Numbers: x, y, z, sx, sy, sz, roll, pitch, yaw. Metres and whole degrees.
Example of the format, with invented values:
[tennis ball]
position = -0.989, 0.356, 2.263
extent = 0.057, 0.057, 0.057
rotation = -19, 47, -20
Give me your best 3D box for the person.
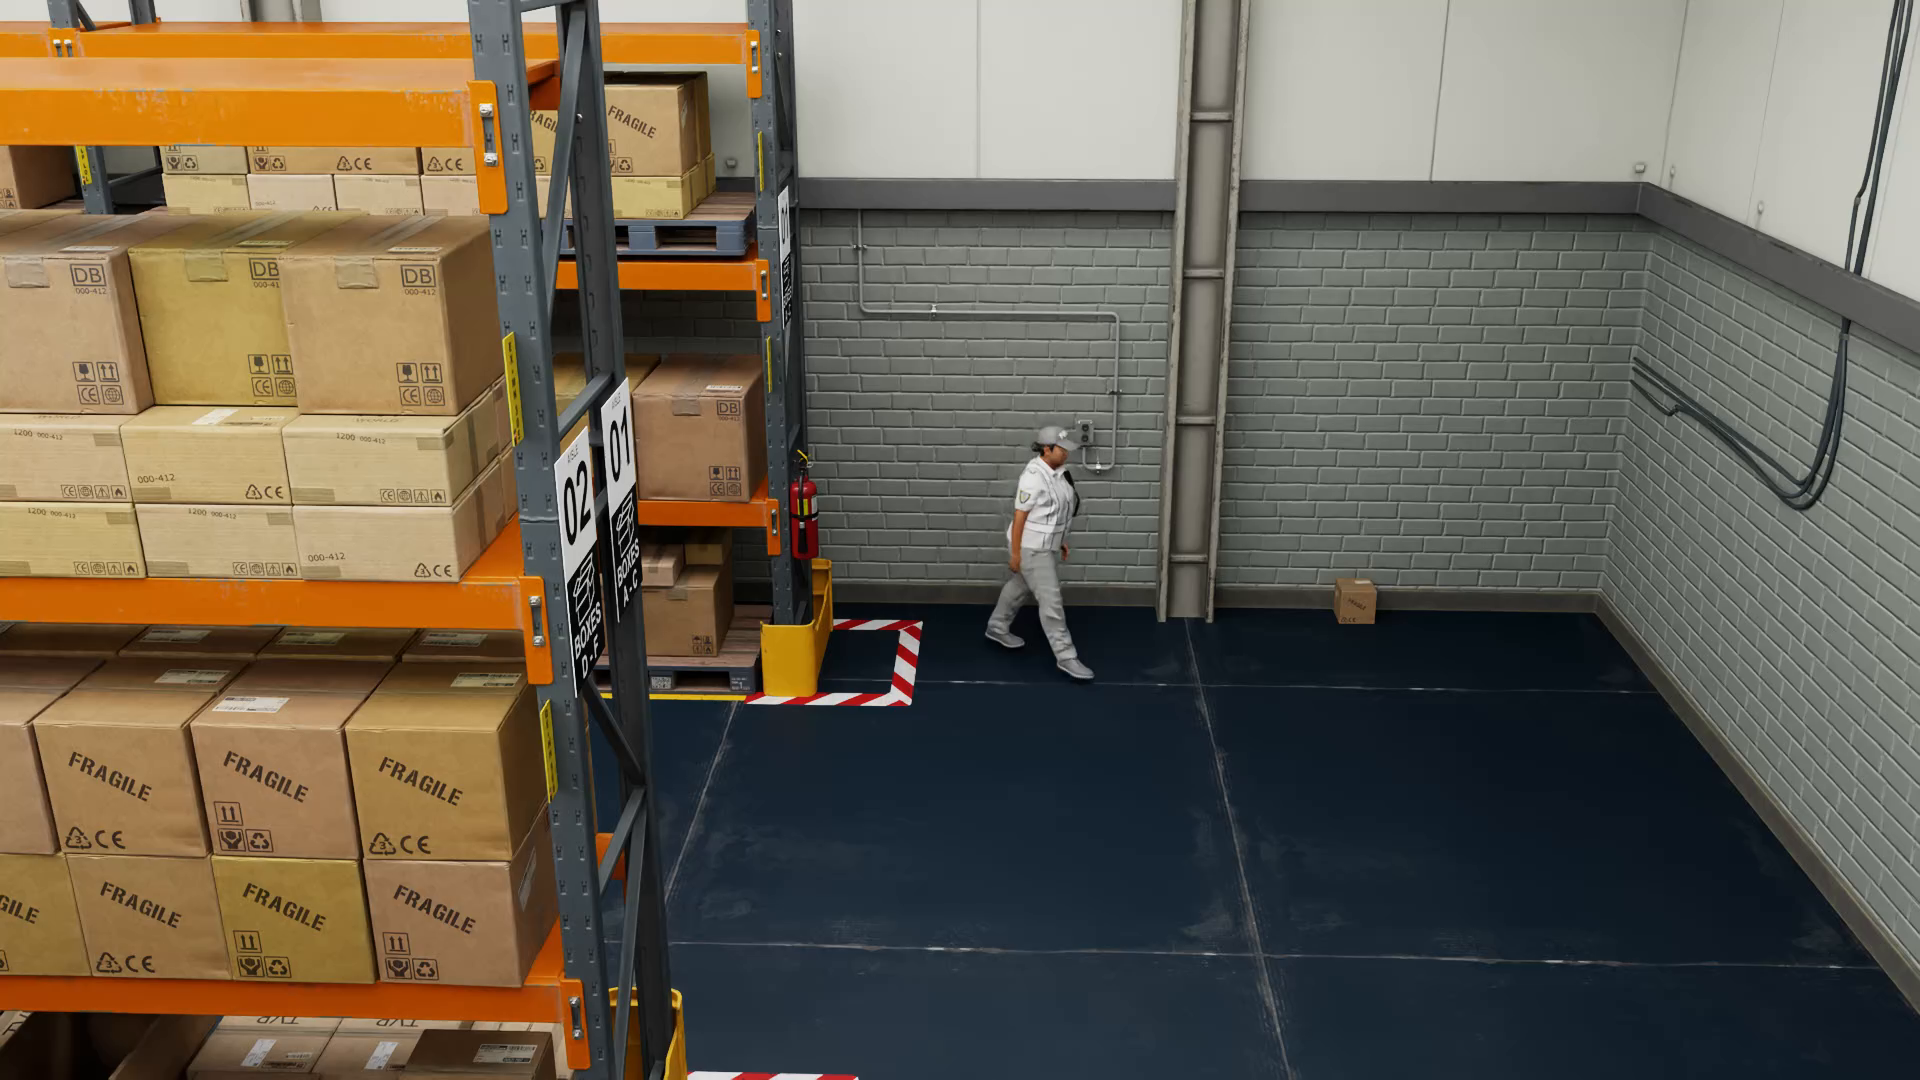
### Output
[person]
position = 0.551, 0.029, 10.963
extent = 0.906, 1.614, 0.548
rotation = 9, 23, 22
